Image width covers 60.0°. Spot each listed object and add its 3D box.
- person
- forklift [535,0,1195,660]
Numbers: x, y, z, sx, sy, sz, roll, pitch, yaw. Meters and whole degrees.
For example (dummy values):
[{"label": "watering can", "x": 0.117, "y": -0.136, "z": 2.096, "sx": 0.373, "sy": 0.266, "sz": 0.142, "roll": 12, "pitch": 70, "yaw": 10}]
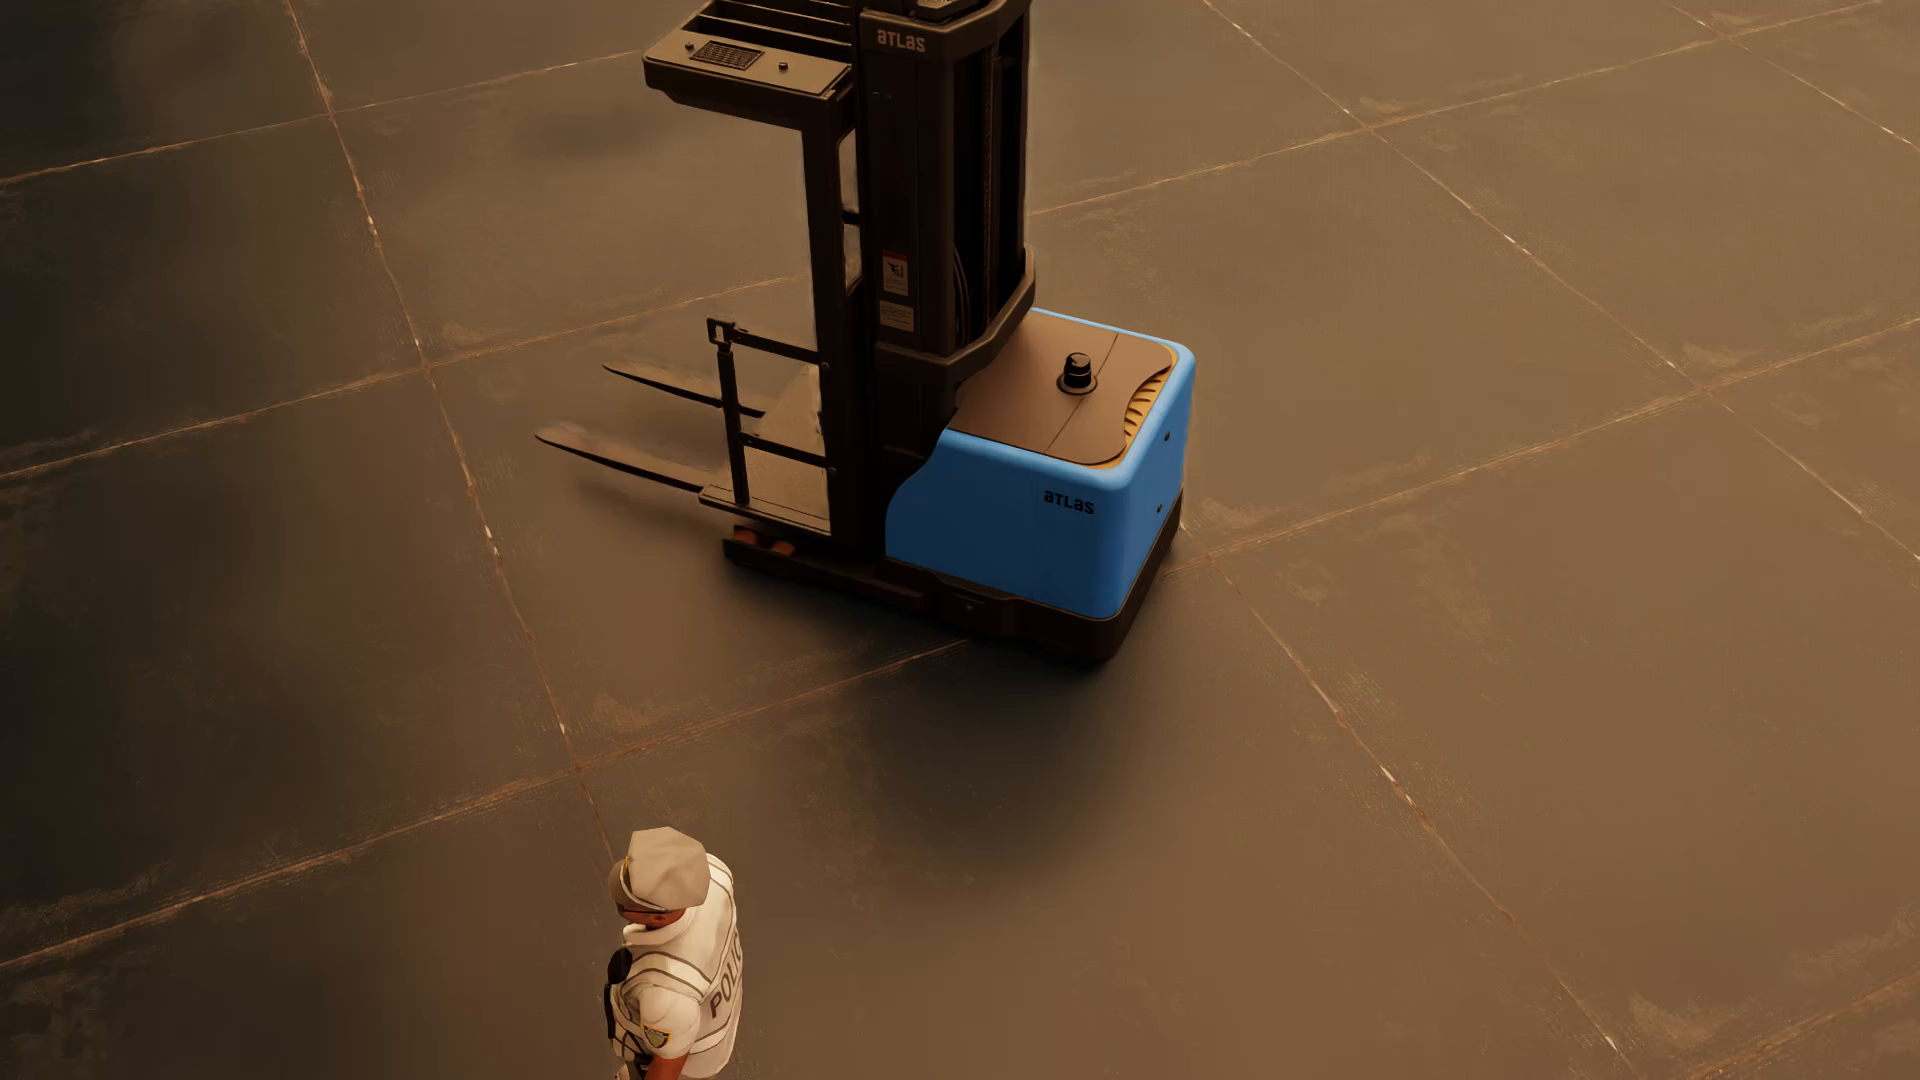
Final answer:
[{"label": "person", "x": -0.932, "y": 1.420, "z": 4.990, "sx": 0.577, "sy": 1.781, "sz": 0.638, "roll": 4, "pitch": 43, "yaw": 4}, {"label": "forklift", "x": -0.540, "y": -1.217, "z": 6.984, "sx": 3.031, "sy": 2.935, "sz": 1.130, "roll": 16, "pitch": 45, "yaw": 17}]
